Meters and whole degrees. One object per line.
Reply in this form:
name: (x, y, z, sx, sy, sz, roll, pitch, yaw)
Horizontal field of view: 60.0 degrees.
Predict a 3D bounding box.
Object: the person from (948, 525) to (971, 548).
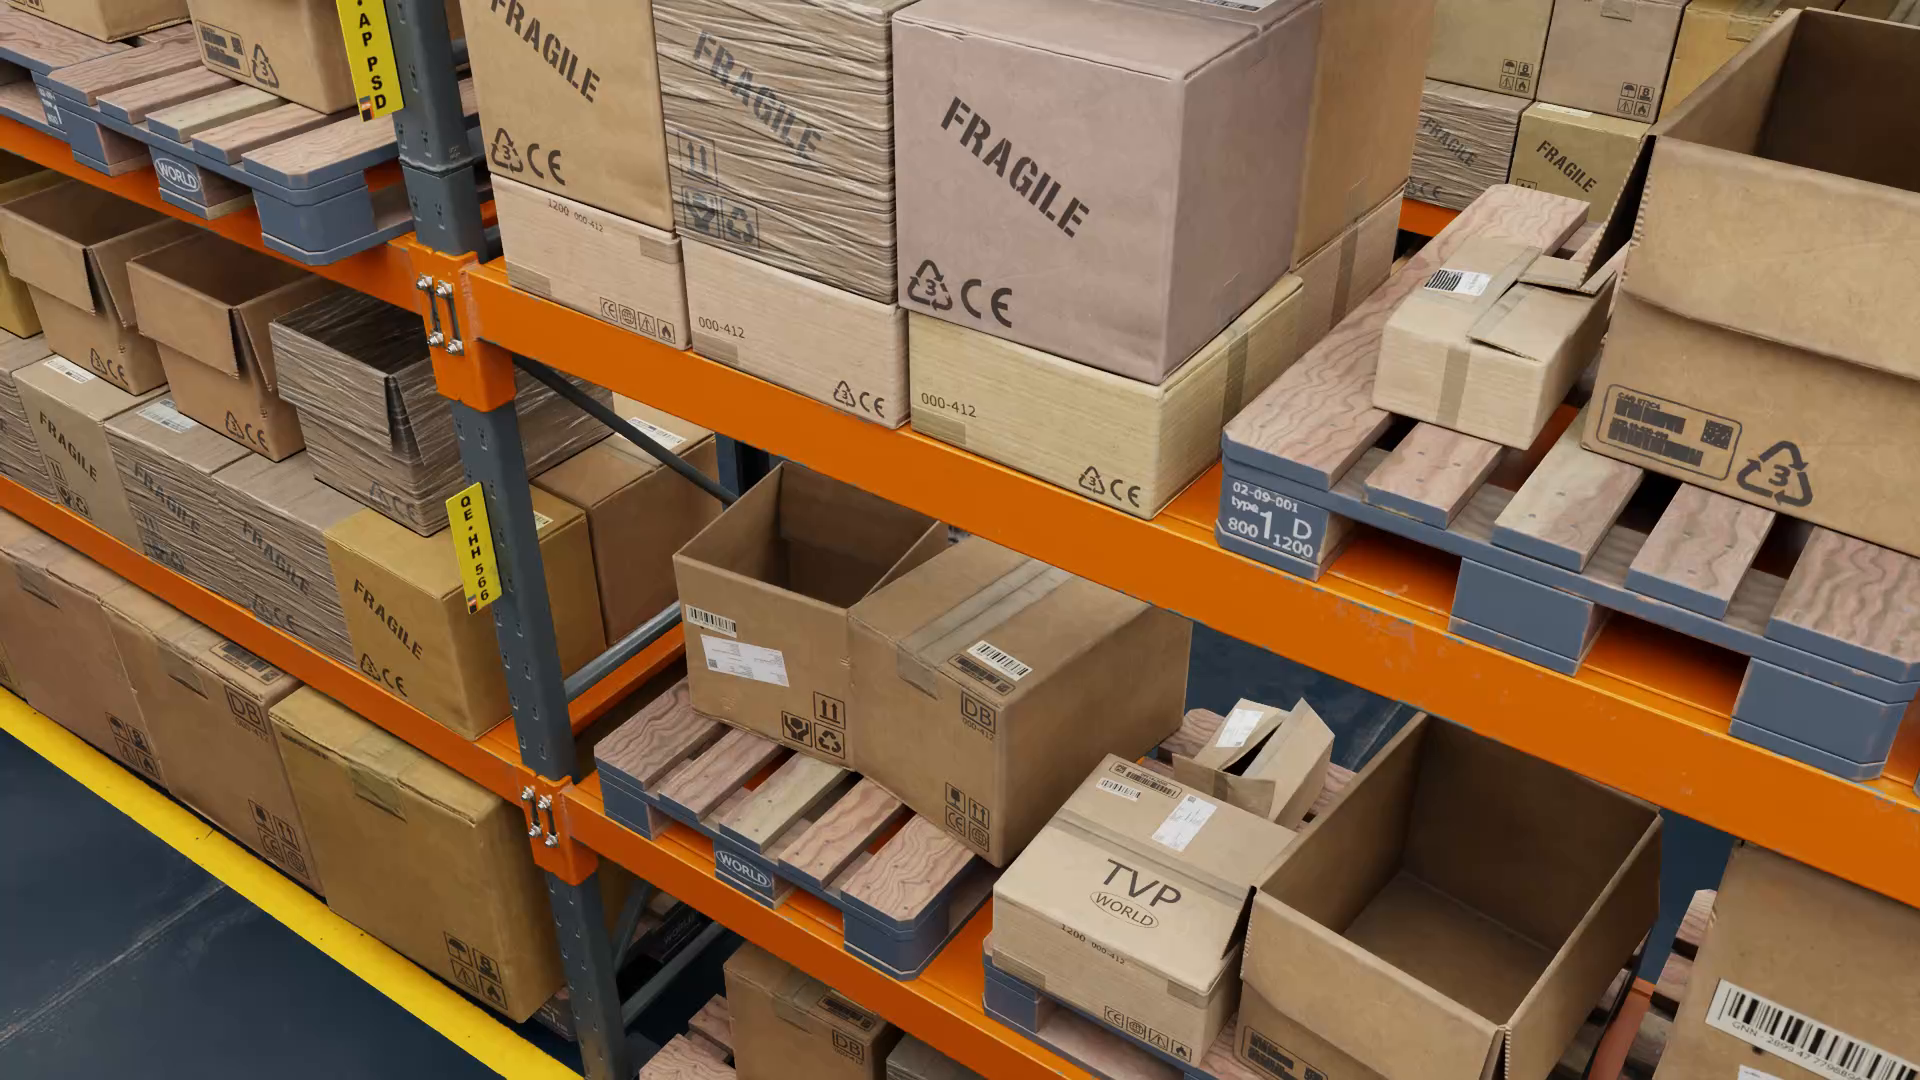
person: (-0.021, -0.651, 7.090, 0.327, 1.661, 0.473, 22, 41, 29)
